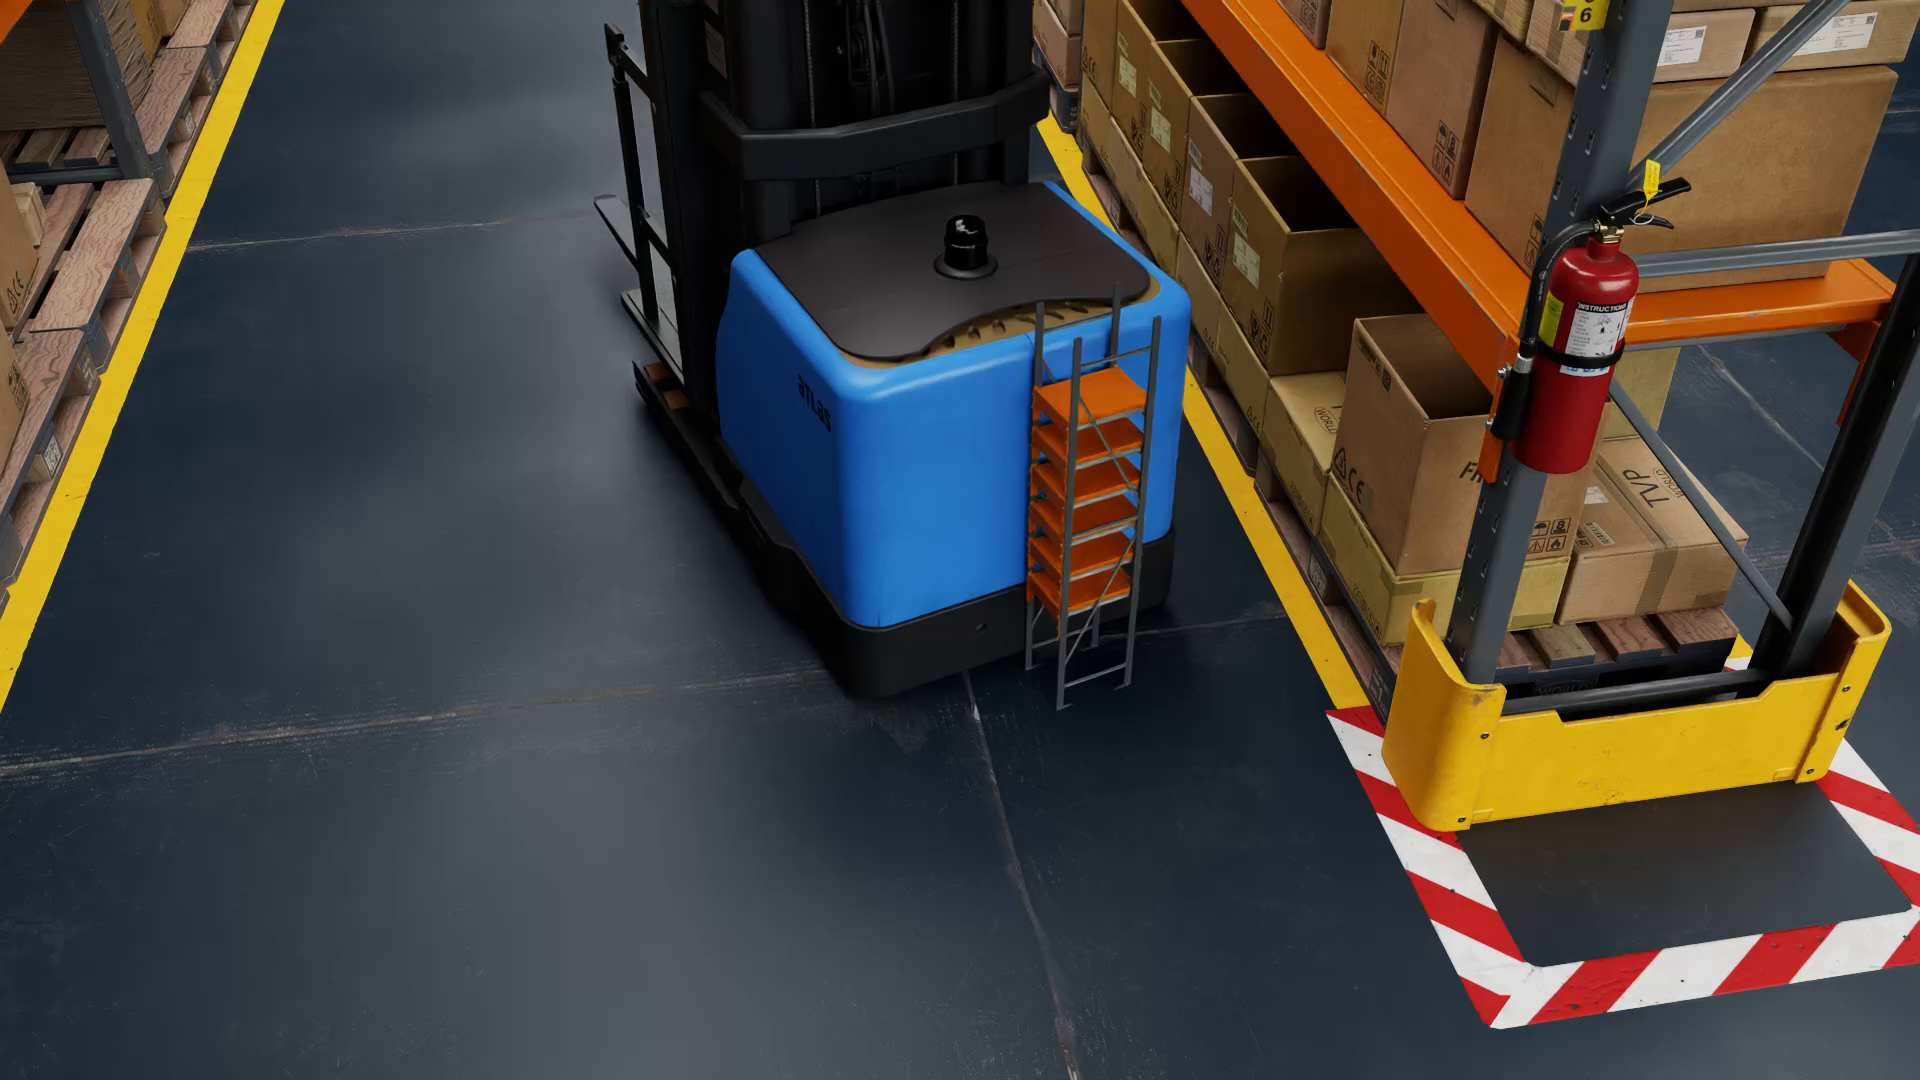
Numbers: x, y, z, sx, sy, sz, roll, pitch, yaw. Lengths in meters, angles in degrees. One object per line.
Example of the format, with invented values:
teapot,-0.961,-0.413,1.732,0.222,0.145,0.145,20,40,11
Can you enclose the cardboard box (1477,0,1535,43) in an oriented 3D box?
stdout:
cardboard box,1.430,-1.272,3.832,0.380,0.149,0.250,-5,38,-7

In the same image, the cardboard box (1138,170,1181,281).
cardboard box,0.979,-1.186,6.231,0.500,0.250,0.500,-6,38,-8

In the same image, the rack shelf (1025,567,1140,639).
rack shelf,0.334,0.143,4.551,0.258,0.103,0.180,-17,41,-21

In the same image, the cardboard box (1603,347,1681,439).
cardboard box,1.767,-0.634,4.908,0.500,0.500,0.500,-6,38,-8

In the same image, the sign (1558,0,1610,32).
sign,1.195,-1.109,3.095,0.100,0.325,0.005,-6,38,-8

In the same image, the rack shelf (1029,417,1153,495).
rack shelf,0.334,-0.236,4.257,0.258,0.103,0.180,-17,41,-21

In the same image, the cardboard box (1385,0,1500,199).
cardboard box,1.566,-1.247,4.329,0.700,0.500,0.500,-5,38,-7

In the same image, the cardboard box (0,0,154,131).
cardboard box,-3.991,-2.118,7.211,0.700,0.500,0.500,-5,38,-6

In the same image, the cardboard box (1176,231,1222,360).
cardboard box,1.072,-0.885,5.843,0.500,0.250,0.500,-6,38,-8

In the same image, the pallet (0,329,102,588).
pallet,-3.476,-0.247,5.396,1.003,0.211,1.213,-6,38,-8

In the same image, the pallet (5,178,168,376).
pallet,-3.693,-0.986,6.347,1.003,0.211,1.213,-6,38,-8

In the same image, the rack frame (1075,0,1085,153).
rack frame,1.031,-3.024,6.697,1.000,3.000,0.127,-6,38,-8

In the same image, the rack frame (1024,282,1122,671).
rack frame,0.293,-0.131,4.441,0.240,1.200,0.006,-17,41,-21

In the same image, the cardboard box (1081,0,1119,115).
cardboard box,0.804,-2.086,6.778,0.500,0.500,0.500,-6,38,-8

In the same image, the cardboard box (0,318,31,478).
cardboard box,-3.356,-0.480,5.102,0.700,0.500,0.500,-9,39,-11

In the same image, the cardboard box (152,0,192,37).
cardboard box,-4.181,-2.738,8.008,0.700,0.500,0.500,-6,38,-7

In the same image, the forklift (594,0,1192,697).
forklift,-0.485,-1.621,4.948,1.130,2.935,3.031,-17,41,-21

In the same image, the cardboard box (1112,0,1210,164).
cardboard box,0.899,-1.785,6.391,0.500,0.500,0.500,-6,38,-8

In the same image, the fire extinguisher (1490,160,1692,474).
fire extinguisher,1.295,-0.456,3.455,0.296,0.674,0.183,-6,38,-8

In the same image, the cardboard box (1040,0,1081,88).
cardboard box,0.673,-2.323,7.694,0.500,0.250,0.500,-7,38,-8

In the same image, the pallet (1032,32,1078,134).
pallet,0.863,-2.364,8.120,1.003,0.211,1.213,-6,38,-8

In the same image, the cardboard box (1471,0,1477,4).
cardboard box,1.385,-1.426,4.031,0.380,0.149,0.250,-7,38,-9

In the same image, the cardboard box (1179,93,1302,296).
cardboard box,1.069,-1.181,5.612,0.500,0.500,0.500,-6,38,-8

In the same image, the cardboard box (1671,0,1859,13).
cardboard box,1.653,-1.475,3.565,0.700,0.500,0.500,-6,38,-8

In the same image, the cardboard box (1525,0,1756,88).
cardboard box,1.477,-1.114,3.629,0.380,0.149,0.250,-7,38,-9

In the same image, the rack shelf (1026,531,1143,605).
rack shelf,0.334,0.049,4.478,0.258,0.103,0.180,-17,41,-21

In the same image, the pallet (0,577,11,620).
pallet,-3.265,0.488,4.450,1.003,0.211,1.213,-6,38,-8

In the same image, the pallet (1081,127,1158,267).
pallet,1.129,-1.438,6.929,1.003,0.211,1.213,-6,38,-8

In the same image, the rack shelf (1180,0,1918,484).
rack shelf,1.381,-1.532,5.363,1.077,0.370,4.000,-6,38,-8

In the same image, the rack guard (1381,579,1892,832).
rack guard,1.736,0.394,4.336,1.175,0.500,0.348,-6,38,-8

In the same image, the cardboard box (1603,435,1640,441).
cardboard box,1.766,-0.337,5.138,0.500,0.250,0.500,-6,38,-8

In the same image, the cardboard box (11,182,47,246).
cardboard box,-3.722,-1.224,6.331,0.380,0.166,0.250,-11,39,-14

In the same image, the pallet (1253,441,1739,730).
pallet,1.557,0.036,5.032,1.003,0.211,1.213,-6,38,-8

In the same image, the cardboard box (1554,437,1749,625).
cardboard box,1.857,-0.036,4.750,0.500,0.250,0.500,-6,38,-8

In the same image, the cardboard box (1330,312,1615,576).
cardboard box,1.345,-0.276,4.448,0.500,0.500,0.500,-6,38,-8

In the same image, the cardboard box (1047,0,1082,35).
cardboard box,0.678,-2.539,7.515,0.500,0.311,0.500,-6,38,-8

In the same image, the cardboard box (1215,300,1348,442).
cardboard box,1.158,-0.583,5.454,0.500,0.250,0.500,-6,38,-8

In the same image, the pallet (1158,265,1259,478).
pallet,1.346,-0.700,5.978,1.003,0.211,1.213,-6,38,-8

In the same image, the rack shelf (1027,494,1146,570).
rack shelf,0.334,-0.046,4.404,0.258,0.103,0.180,-17,41,-21

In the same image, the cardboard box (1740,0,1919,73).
cardboard box,1.875,-1.164,3.693,0.380,0.149,0.250,-6,38,-8

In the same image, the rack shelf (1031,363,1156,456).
rack shelf,0.334,-0.330,4.183,0.258,0.103,0.180,-17,41,-21

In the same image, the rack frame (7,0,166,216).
rack frame,-3.846,-2.489,6.009,1.000,3.000,0.127,-6,38,-8

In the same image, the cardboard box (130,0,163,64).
cardboard box,-4.131,-2.425,7.605,0.700,0.500,0.500,-7,38,-9

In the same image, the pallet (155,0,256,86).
pallet,-4.201,-2.596,8.420,1.003,0.211,1.213,-6,38,-8

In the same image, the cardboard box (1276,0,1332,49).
cardboard box,1.389,-1.866,5.125,0.700,0.500,0.500,-5,38,-7

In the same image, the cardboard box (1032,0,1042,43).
cardboard box,0.586,-2.629,8.088,0.500,0.250,0.500,-7,38,-9

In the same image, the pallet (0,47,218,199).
pallet,-3.983,-1.858,7.469,1.003,0.211,1.213,-6,38,-8

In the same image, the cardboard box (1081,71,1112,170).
cardboard box,0.814,-1.791,7.010,0.500,0.250,0.500,-6,38,-8

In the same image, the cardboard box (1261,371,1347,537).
cardboard box,1.248,-0.281,5.065,0.500,0.250,0.500,-6,38,-8

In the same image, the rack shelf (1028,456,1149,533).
rack shelf,0.334,-0.141,4.330,0.258,0.103,0.180,-17,41,-21

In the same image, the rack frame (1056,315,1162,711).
rack frame,0.375,-0.031,4.312,0.240,1.200,0.006,-17,41,-21

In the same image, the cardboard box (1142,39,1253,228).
cardboard box,0.979,-1.482,6.001,0.500,0.500,0.500,-6,38,-8

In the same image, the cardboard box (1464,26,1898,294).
cardboard box,1.663,-0.931,3.922,0.700,0.500,0.500,-6,38,-8

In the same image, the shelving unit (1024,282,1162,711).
shelving unit,0.334,-0.081,4.377,0.258,1.200,0.189,-17,41,-21

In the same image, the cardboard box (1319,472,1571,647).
cardboard box,1.347,0.020,4.678,0.500,0.250,0.500,-6,38,-8

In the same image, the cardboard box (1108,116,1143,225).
cardboard box,0.896,-1.489,6.620,0.500,0.250,0.500,-6,38,-8

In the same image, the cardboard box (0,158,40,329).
cardboard box,-3.624,-1.053,5.839,0.500,0.500,0.500,-9,39,-11

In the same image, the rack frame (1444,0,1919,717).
rack frame,1.732,-0.608,3.588,1.000,3.000,0.127,-6,38,-8

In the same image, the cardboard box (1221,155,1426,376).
cardboard box,1.155,-0.878,5.223,0.500,0.500,0.500,-6,38,-8

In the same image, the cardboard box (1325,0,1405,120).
cardboard box,1.485,-1.548,4.716,0.700,0.500,0.500,-6,38,-8
